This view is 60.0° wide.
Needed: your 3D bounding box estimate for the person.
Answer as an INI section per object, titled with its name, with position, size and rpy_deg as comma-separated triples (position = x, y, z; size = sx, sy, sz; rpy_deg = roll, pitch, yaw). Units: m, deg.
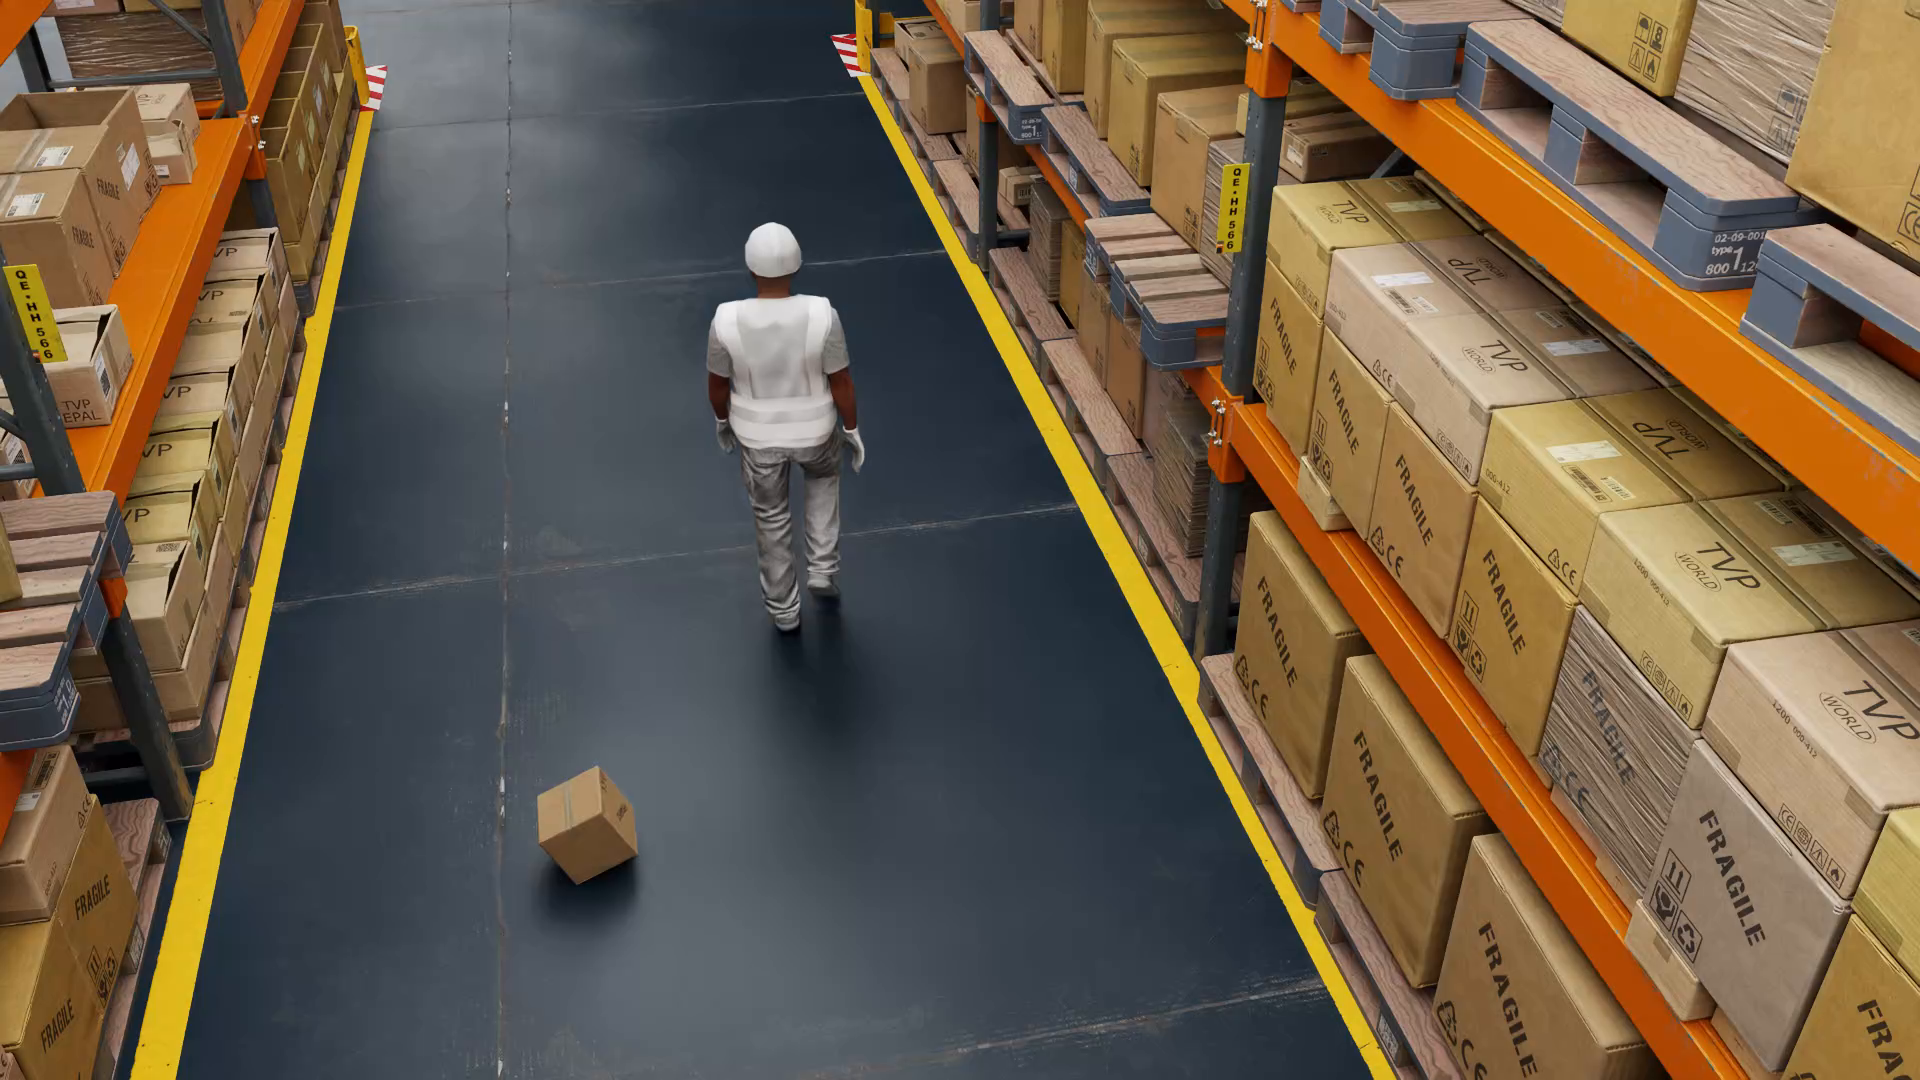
[person]
position = -0.705, -0.458, 6.783
size = 0.603, 1.820, 0.471
rpy_deg = -5, 34, -7
